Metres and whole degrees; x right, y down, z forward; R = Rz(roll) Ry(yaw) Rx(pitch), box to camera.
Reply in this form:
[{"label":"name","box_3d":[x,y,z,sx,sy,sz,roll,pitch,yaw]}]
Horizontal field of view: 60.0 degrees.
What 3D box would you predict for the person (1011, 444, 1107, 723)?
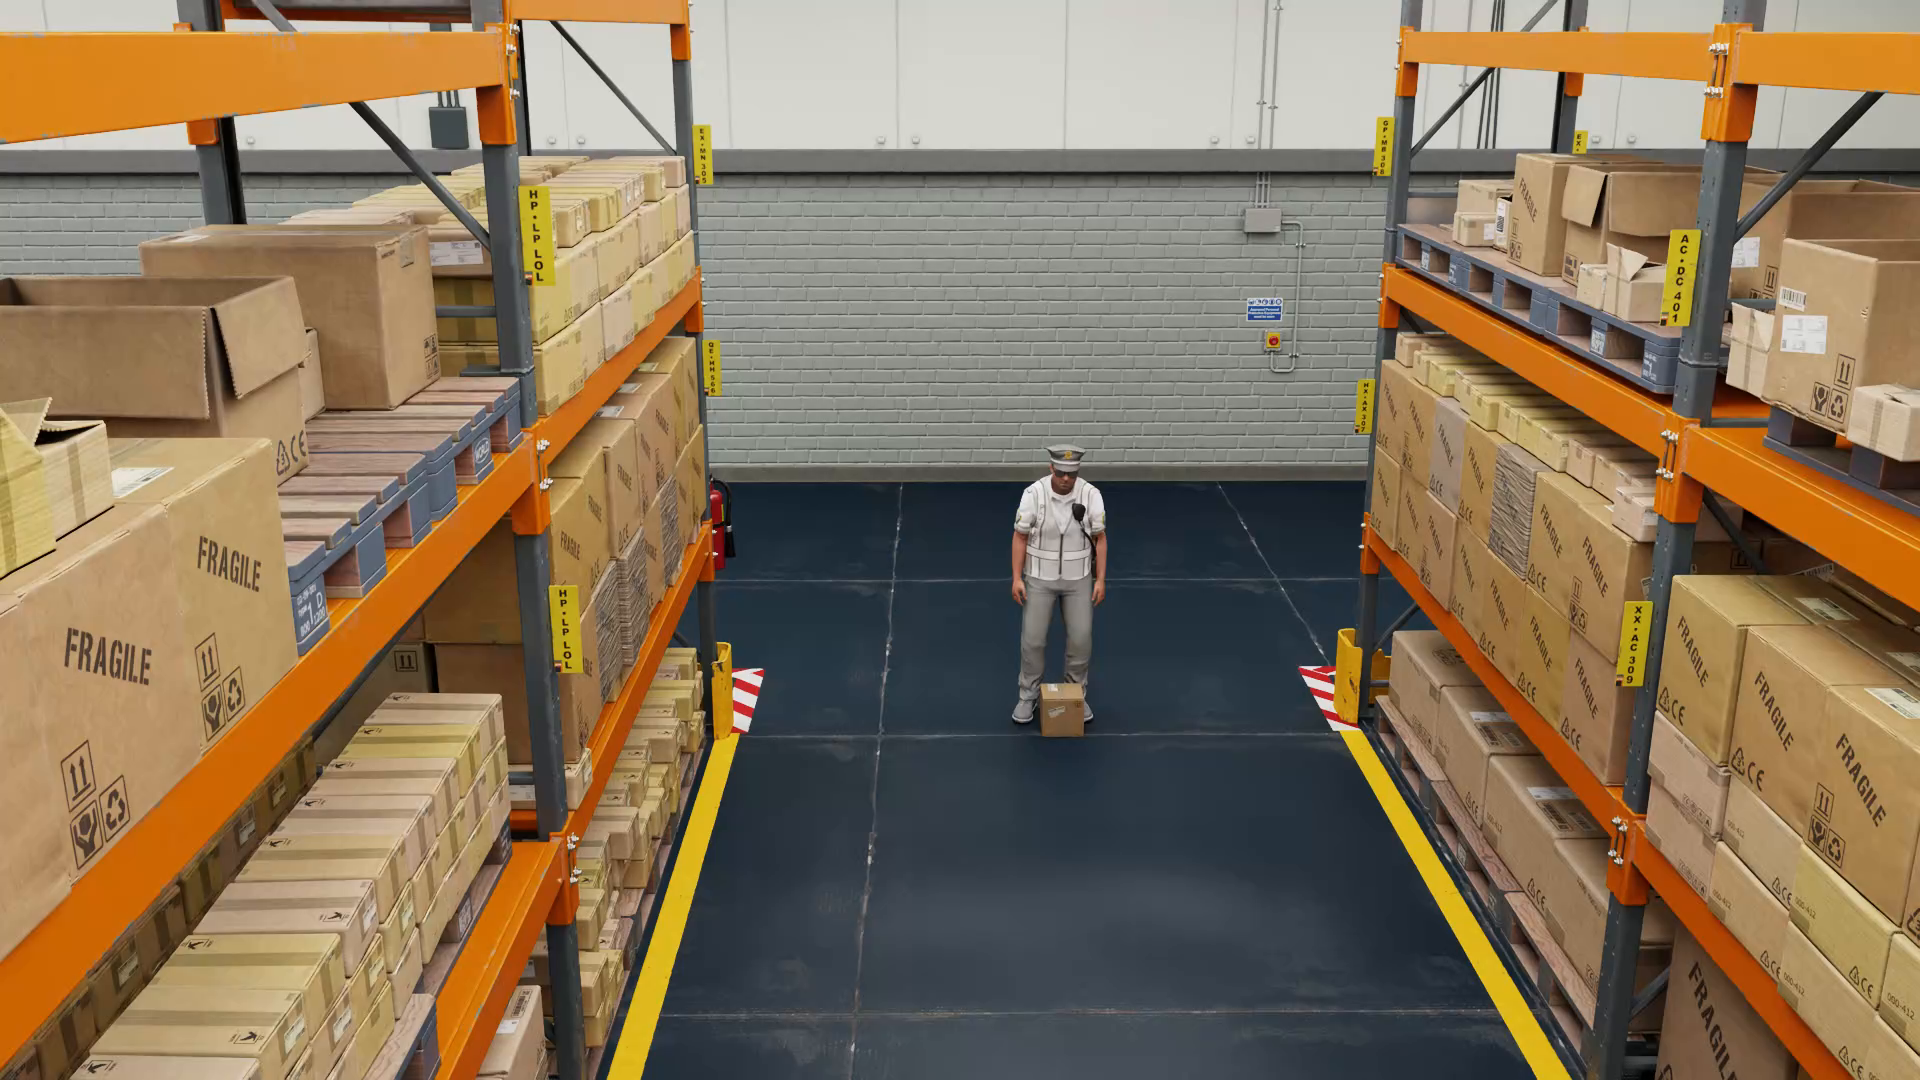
[{"label":"person","box_3d":[0.608,0.244,10.233,0.586,1.748,0.439,0,17,-1]}]
